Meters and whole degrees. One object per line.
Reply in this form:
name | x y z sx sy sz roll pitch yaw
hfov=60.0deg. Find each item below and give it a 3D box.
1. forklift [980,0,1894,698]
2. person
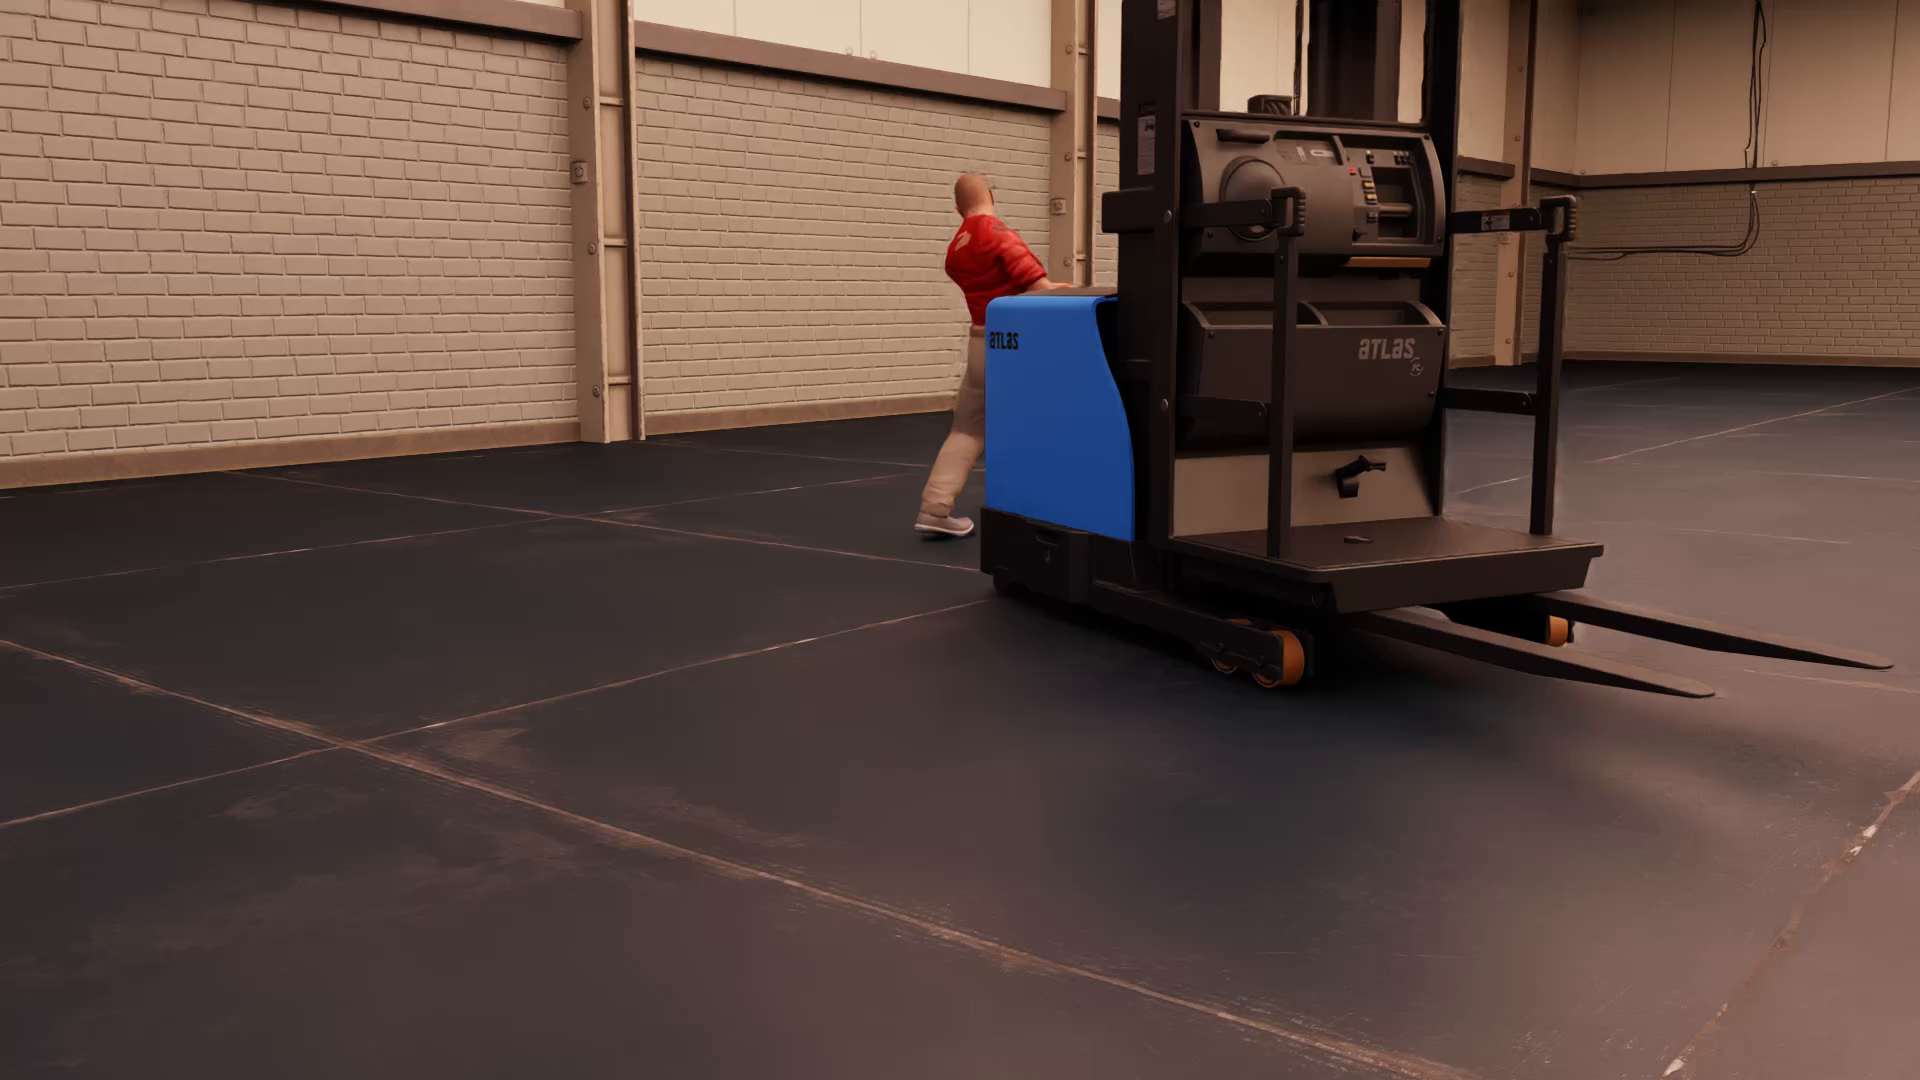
forklift | 1.195 -1.112 4.881 1.130 2.935 3.031 -4 9 -27
person | 0.313 -0.816 7.412 0.773 1.605 0.851 7 11 39
